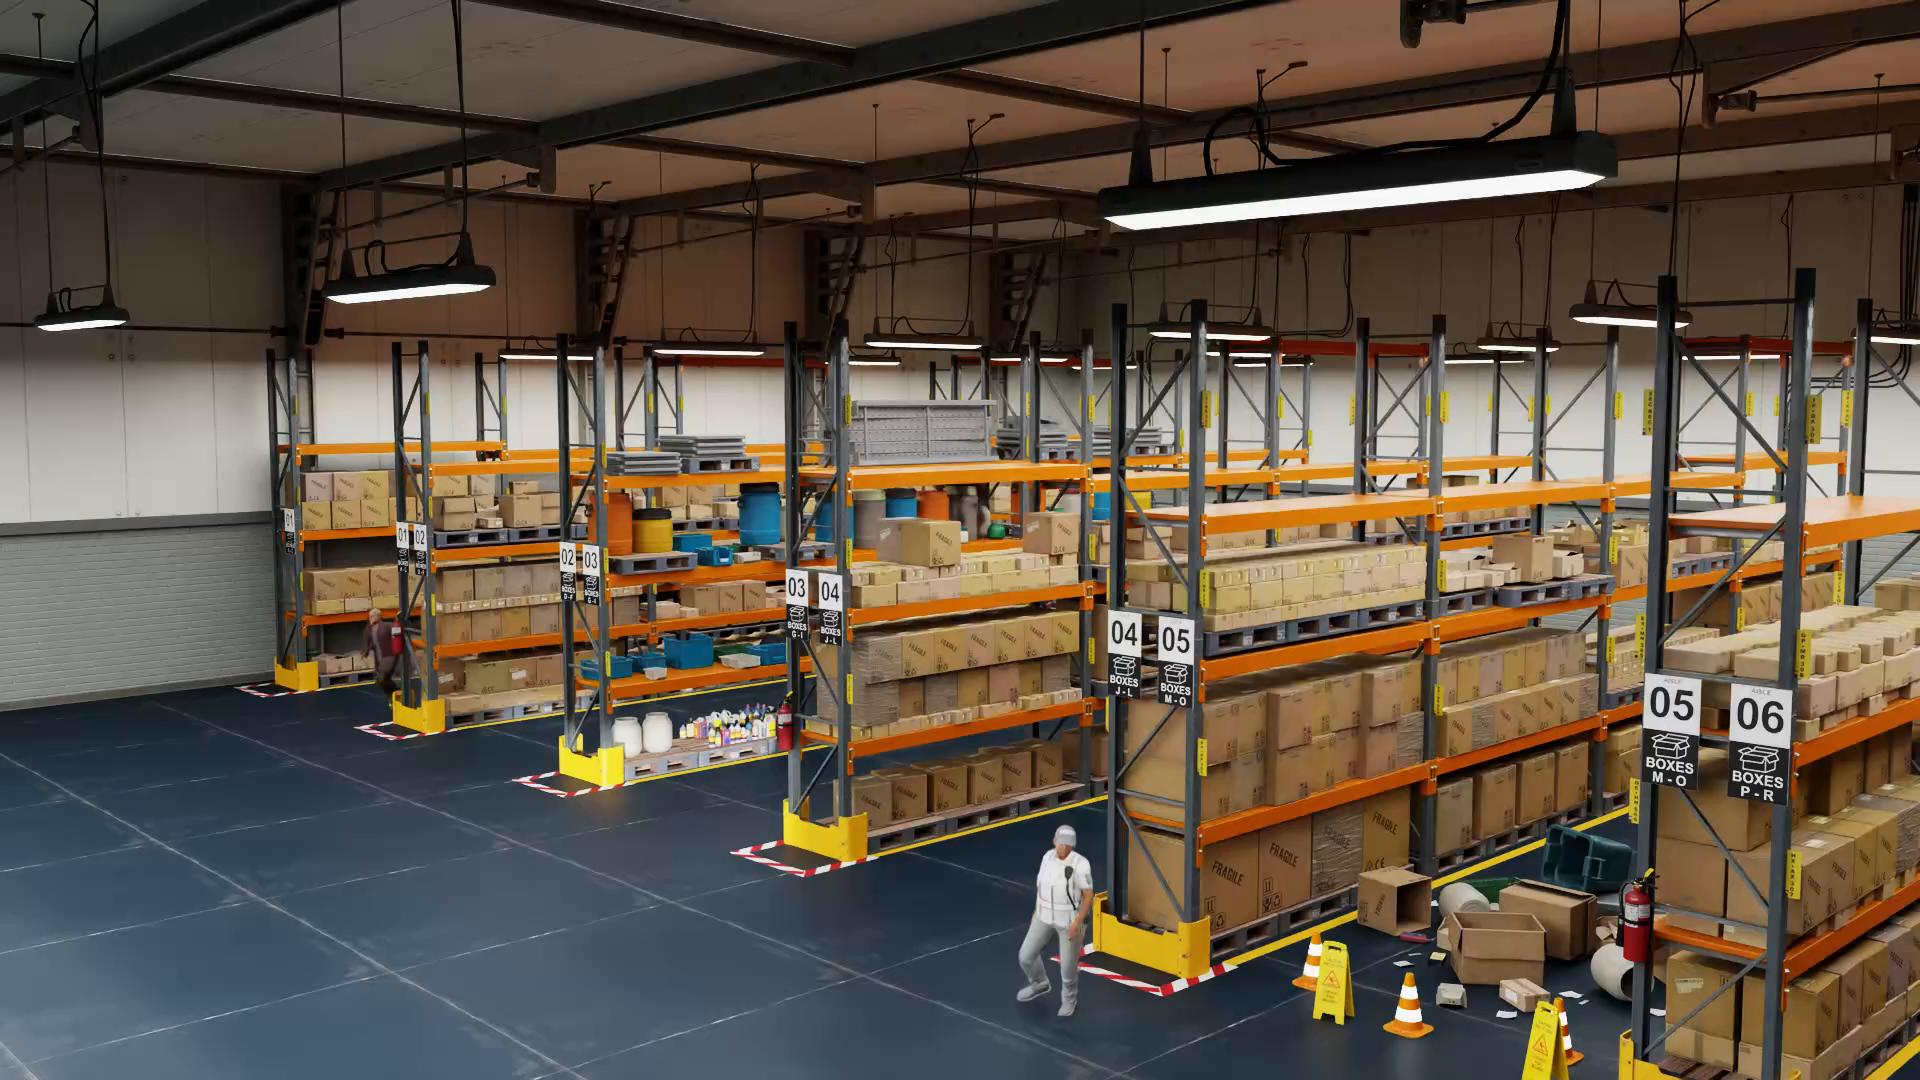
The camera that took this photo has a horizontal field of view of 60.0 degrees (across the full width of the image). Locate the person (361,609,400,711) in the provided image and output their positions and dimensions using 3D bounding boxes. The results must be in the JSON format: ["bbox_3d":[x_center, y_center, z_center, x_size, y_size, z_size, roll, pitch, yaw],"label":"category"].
[{"bbox_3d":[-9.371,1.960,27.102,0.696,1.727,0.897,3,6,27],"label":"person"}]

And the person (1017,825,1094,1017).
[{"bbox_3d":[0.774,3.167,13.832,0.738,1.659,0.601,2,6,27],"label":"person"}]
